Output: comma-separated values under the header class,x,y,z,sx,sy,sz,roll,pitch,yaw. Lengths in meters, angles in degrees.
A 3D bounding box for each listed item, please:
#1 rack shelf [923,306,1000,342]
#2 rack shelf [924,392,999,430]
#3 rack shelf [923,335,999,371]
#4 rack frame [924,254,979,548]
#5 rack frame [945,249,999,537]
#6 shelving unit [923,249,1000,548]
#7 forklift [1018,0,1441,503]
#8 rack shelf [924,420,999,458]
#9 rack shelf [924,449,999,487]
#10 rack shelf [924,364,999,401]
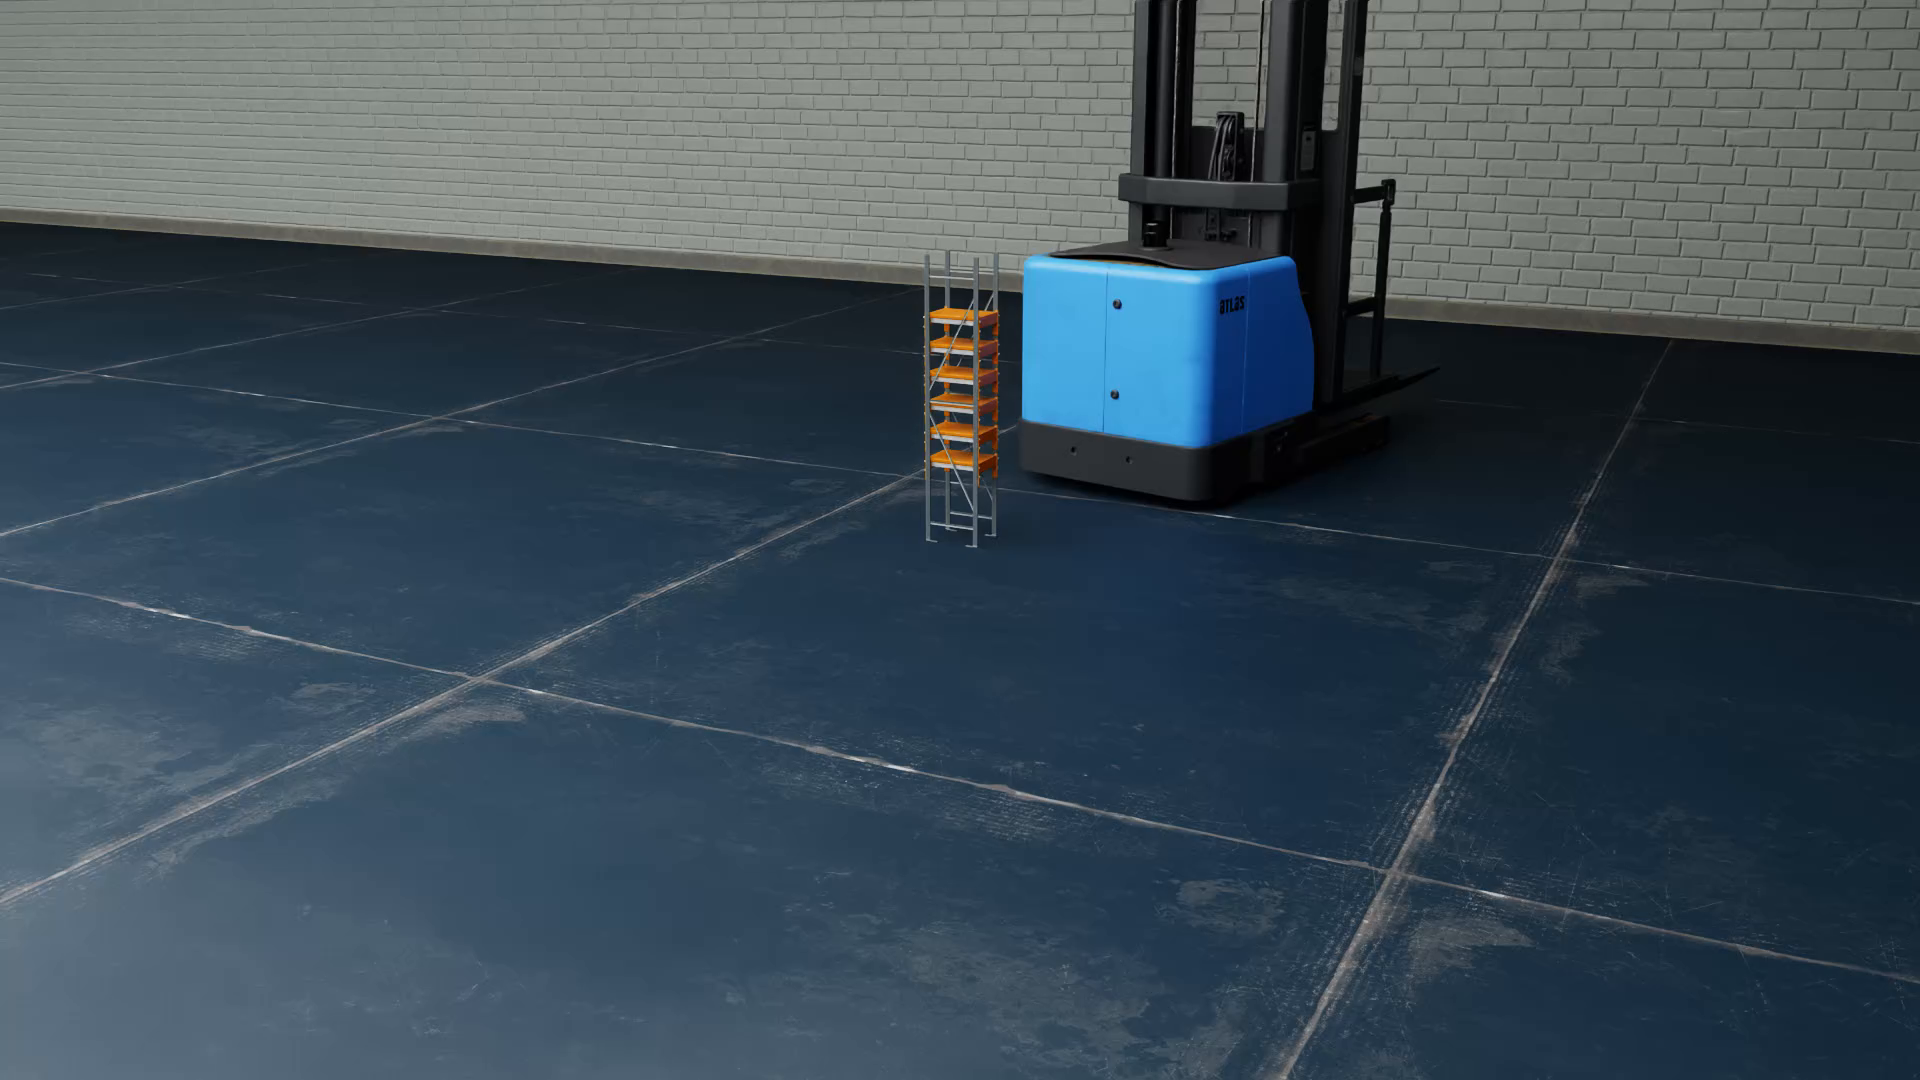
class,x,y,z,sx,sy,sz,roll,pitch,yaw
rack shelf,0.006,-0.881,6.776,0.258,0.103,0.180,8,18,25
rack shelf,0.006,-0.536,6.879,0.258,0.103,0.180,8,18,25
rack shelf,0.006,-0.766,6.810,0.258,0.103,0.180,8,18,25
rack frame,-0.034,-0.556,6.787,0.240,1.200,0.006,8,18,25
rack frame,0.047,-0.602,6.944,0.240,1.200,0.006,8,18,25
shelving unit,0.006,-0.579,6.866,0.258,1.200,0.189,8,18,25
forklift,1.588,-1.926,8.361,1.130,2.935,3.031,13,21,37
rack shelf,0.006,-0.421,6.913,0.258,0.103,0.180,8,18,25
rack shelf,0.006,-0.306,6.947,0.258,0.103,0.180,8,18,25
rack shelf,0.006,-0.651,6.844,0.258,0.103,0.180,8,18,25
